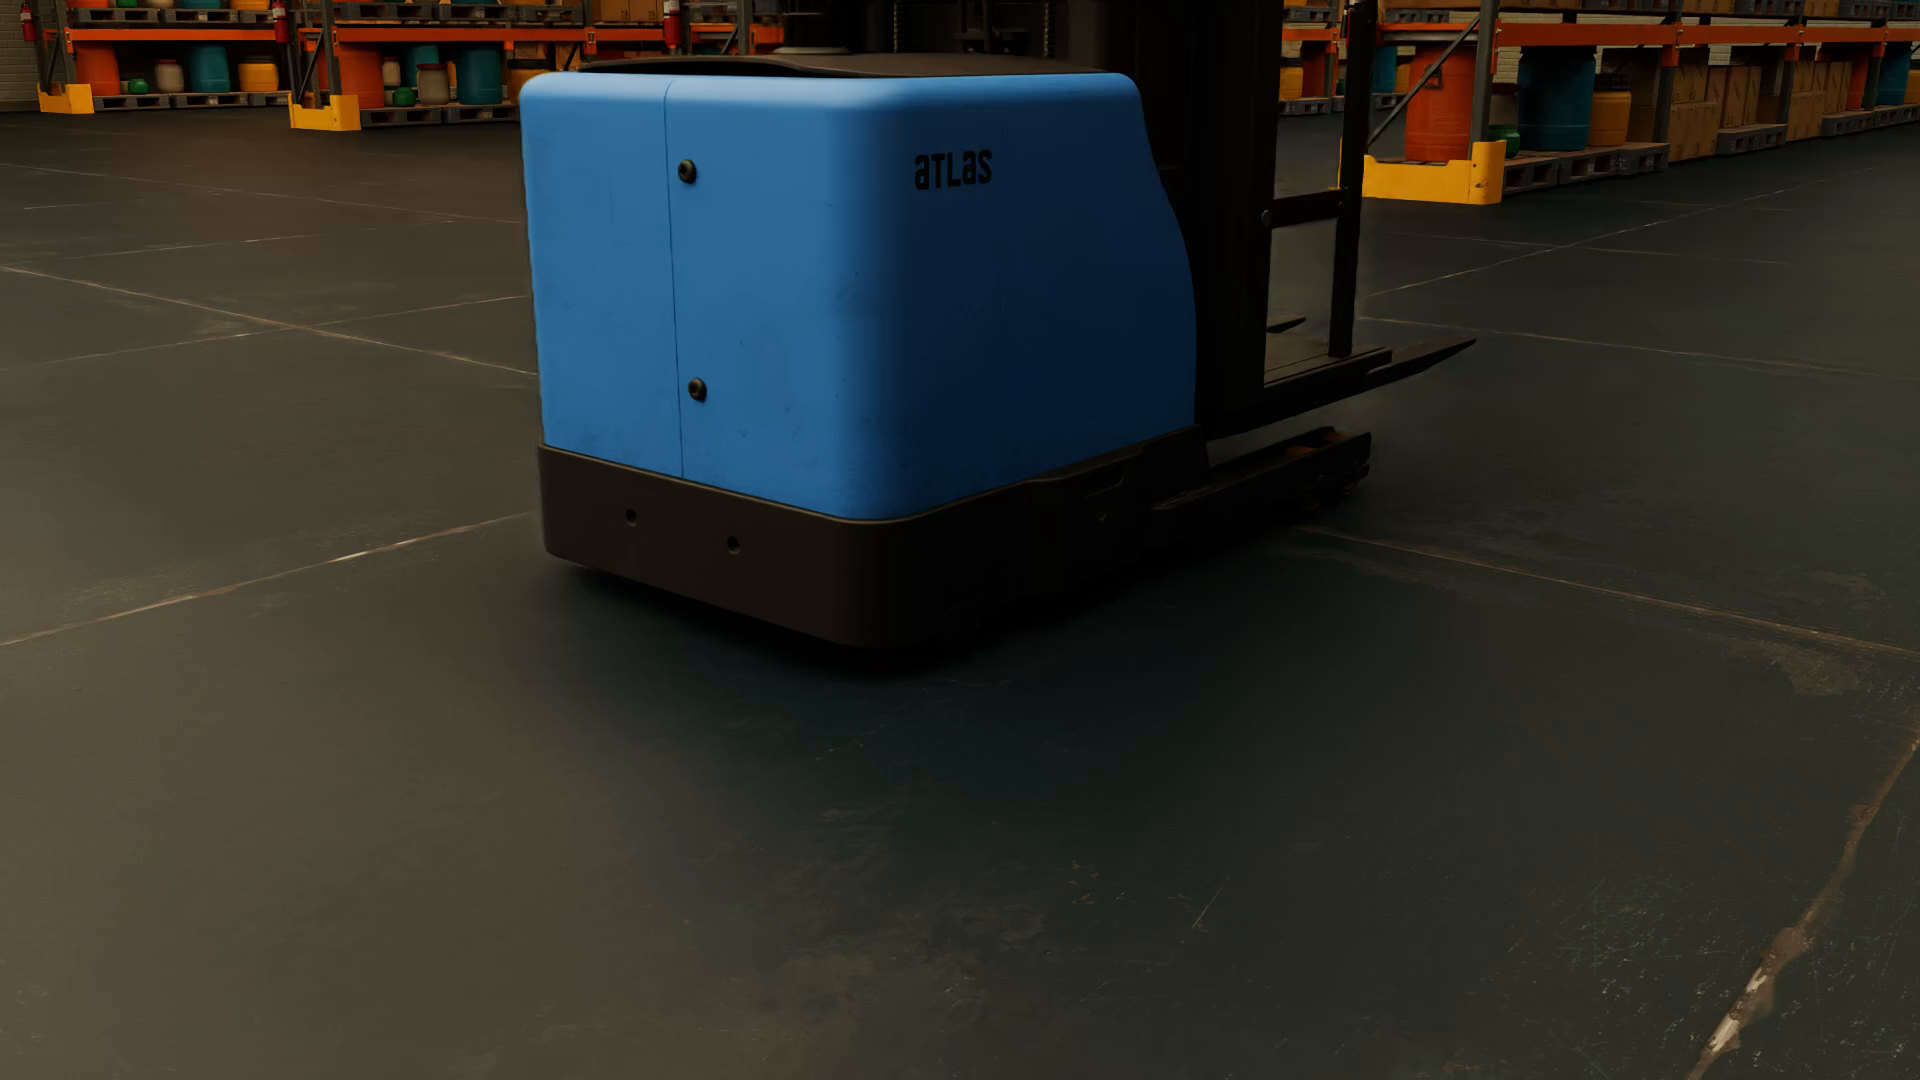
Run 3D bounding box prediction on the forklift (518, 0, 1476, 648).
[{"bbox_3d":[0.420,-1.558,4.028,1.130,2.935,3.031,14,22,38],"label":"forklift"}]
